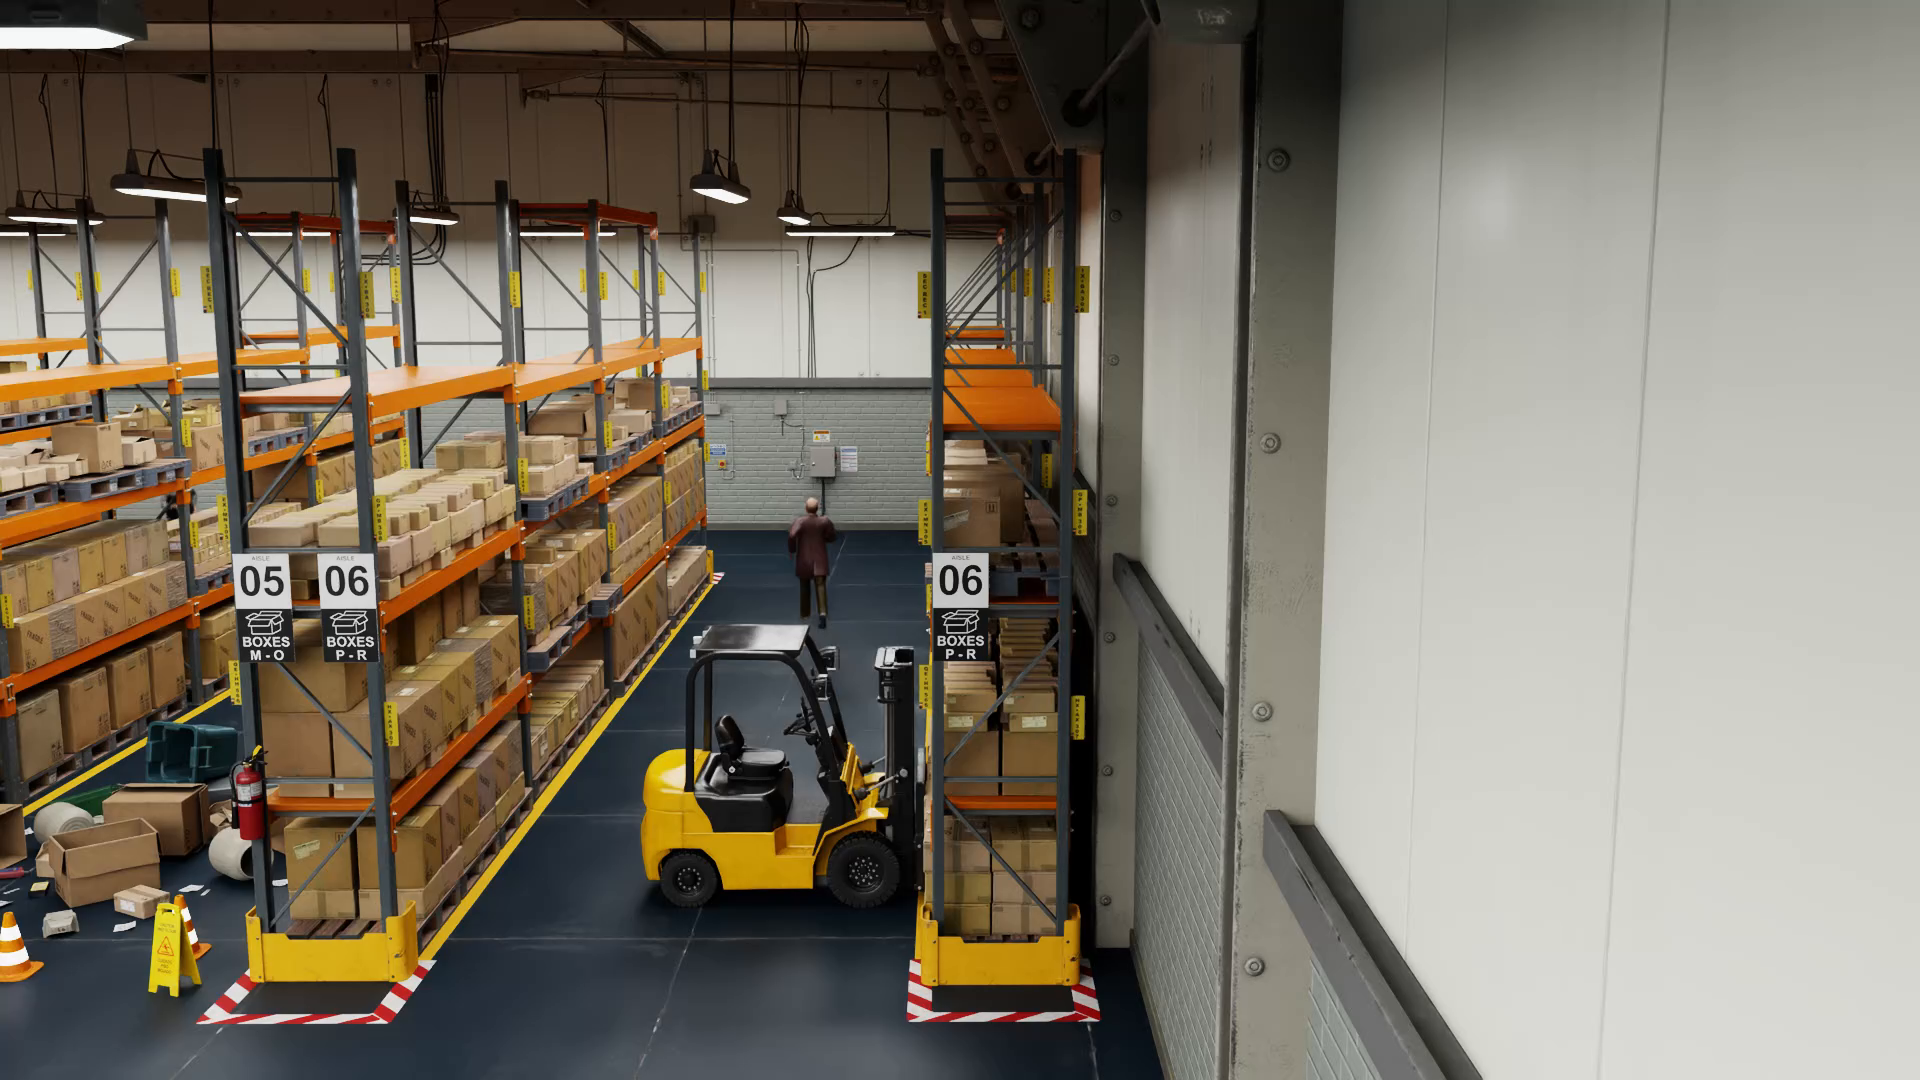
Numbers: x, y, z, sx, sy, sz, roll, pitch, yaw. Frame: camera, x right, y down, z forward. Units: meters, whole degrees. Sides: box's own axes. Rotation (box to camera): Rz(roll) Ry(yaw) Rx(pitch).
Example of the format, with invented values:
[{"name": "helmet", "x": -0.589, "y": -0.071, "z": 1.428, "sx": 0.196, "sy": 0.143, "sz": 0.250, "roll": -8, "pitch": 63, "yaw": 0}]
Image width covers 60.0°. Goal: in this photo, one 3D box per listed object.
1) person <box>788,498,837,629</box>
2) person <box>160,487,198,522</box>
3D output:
[{"name": "person", "x": -2.064, "y": 0.310, "z": 23.125, "sx": 0.721, "sy": 1.821, "sz": 0.990, "roll": -2, "pitch": 9, "yaw": -15}, {"name": "person", "x": -13.698, "y": -0.344, "z": 29.221, "sx": 0.611, "sy": 1.772, "sz": 0.834, "roll": -5, "pitch": 10, "yaw": -29}]
